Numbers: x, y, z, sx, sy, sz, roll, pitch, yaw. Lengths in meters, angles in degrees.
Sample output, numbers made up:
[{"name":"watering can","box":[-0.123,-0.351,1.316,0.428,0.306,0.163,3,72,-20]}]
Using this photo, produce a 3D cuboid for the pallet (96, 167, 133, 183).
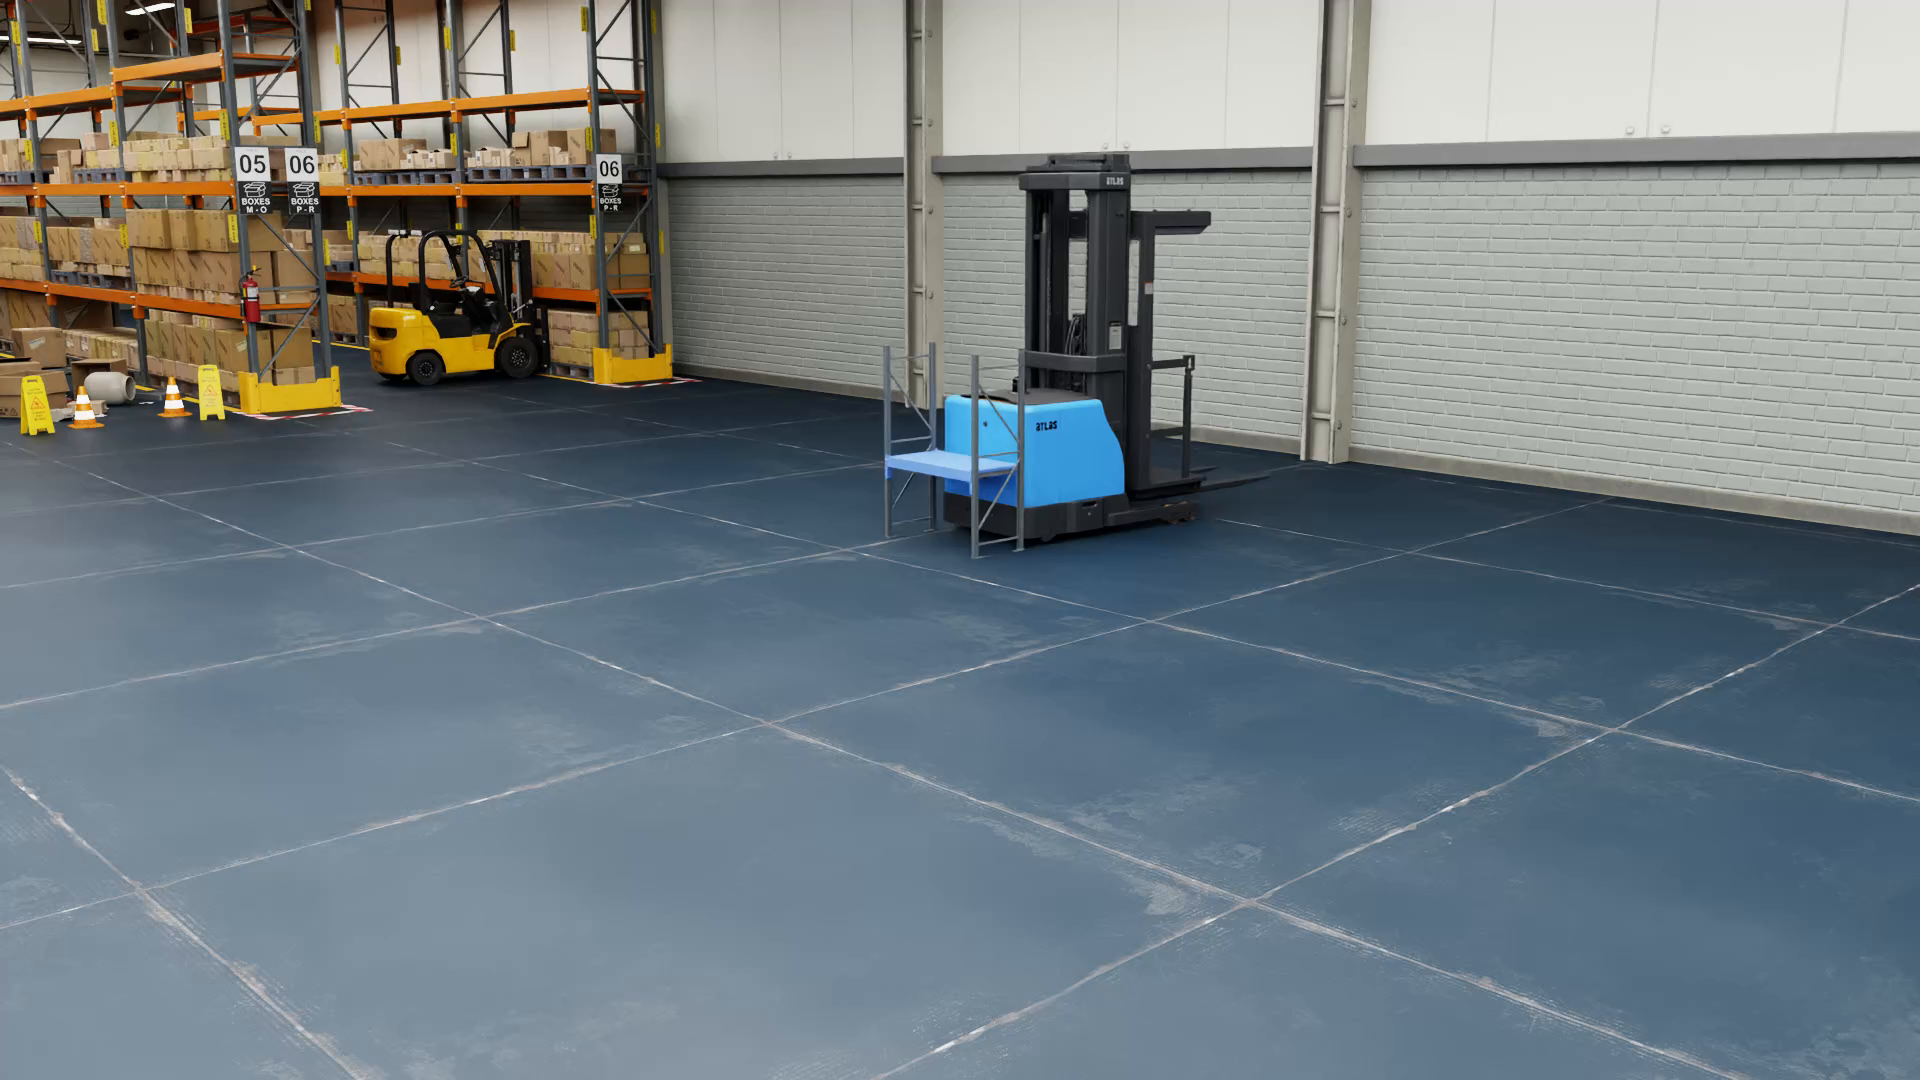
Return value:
[{"name":"pallet","box":[-11.464,-5.175,23.629,1.213,0.211,1.003,-11,16,-43]}]

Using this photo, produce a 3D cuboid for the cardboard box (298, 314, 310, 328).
[{"name":"cardboard box","box":[-12.164,-4.282,31.418,0.500,0.500,0.500,11,16,43]}]

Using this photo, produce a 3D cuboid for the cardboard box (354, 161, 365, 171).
[{"name":"cardboard box","box":[-10.268,-6.485,28.813,0.380,0.166,0.250,-11,16,-43]}]

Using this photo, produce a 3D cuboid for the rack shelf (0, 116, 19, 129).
[{"name":"rack shelf","box":[-18.020,-7.543,29.994,1.077,0.370,4.000,-11,16,-43]}]

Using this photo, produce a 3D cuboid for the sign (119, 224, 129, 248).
[{"name":"sign","box":[-11.513,-4.182,22.908,0.100,0.325,0.005,-11,16,-43]}]

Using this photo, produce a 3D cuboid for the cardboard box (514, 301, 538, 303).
[{"name":"cardboard box","box":[-7.047,-3.689,26.679,0.500,0.250,0.500,-10,16,-41]}]

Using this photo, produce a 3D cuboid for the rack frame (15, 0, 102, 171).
[{"name":"rack frame","box":[-13.877,-7.215,25.631,1.000,3.000,0.127,-11,16,-43]}]

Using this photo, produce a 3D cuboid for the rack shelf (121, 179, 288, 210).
[{"name":"rack shelf","box":[-9.733,-4.518,21.756,1.077,0.370,4.000,-11,16,-43]}]

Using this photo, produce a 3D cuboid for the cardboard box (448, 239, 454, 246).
[{"name":"cardboard box","box":[-8.115,-4.806,26.950,0.380,0.149,0.250,-11,16,-43]}]

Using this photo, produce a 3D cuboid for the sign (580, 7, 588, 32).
[{"name":"sign","box":[-5.167,-7.163,22.865,0.100,0.325,0.005,-11,16,-43]}]

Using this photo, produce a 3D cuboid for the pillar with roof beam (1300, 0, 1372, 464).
[{"name":"pillar with roof beam","box":[0.580,-4.616,13.015,9.100,9.000,0.400,-11,16,-43]}]

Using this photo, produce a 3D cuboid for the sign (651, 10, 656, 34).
[{"name":"sign","box":[-4.359,-7.351,23.585,0.100,0.325,0.005,-11,16,-43]}]

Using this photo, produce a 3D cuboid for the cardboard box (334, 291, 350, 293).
[{"name":"cardboard box","box":[-11.664,-4.655,31.621,0.380,0.149,0.250,-11,16,-42]}]

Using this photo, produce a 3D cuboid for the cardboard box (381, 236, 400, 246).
[{"name":"cardboard box","box":[-9.711,-5.139,28.566,0.380,0.149,0.250,-11,16,-42]}]

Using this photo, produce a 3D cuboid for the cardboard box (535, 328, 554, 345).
[{"name":"cardboard box","box":[-6.037,-3.080,24.962,0.500,0.250,0.500,-11,16,-44]}]

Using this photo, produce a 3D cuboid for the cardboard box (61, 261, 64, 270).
[{"name":"cardboard box","box":[-13.616,-4.240,25.641,0.250,0.149,0.380,11,16,42]}]

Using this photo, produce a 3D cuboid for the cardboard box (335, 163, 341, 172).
[{"name":"cardboard box","box":[-10.873,-6.619,29.554,0.250,0.149,0.380,11,16,44]}]

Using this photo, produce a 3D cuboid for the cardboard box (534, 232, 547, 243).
[{"name":"cardboard box","box":[-6.118,-4.509,24.771,0.380,0.149,0.250,-10,16,-41]}]

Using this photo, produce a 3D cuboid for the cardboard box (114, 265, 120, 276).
[{"name":"cardboard box","box":[-11.839,-3.853,23.763,0.250,0.149,0.380,11,16,43]}]

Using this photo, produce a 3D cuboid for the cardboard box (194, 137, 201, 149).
[{"name":"cardboard box","box":[-9.441,-5.013,21.021,0.380,0.149,0.250,-11,16,-43]}]

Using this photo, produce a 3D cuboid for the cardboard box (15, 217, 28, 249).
[{"name":"cardboard box","box":[-14.783,-4.928,26.673,0.500,0.500,0.500,-11,16,-42]}]

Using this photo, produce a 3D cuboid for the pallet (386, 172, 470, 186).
[{"name":"pallet","box":[-8.982,-6.096,28.102,1.003,0.211,1.213,-10,15,-40]}]

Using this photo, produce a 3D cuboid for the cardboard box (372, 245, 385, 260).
[{"name":"cardboard box","box":[-9.815,-4.968,28.726,0.500,0.250,0.500,-10,15,-41]}]

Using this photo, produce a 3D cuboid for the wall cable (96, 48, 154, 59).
[{"name":"wall cable","box":[-18.786,-12.801,38.961,2.988,3.039,0.133,-11,16,-43]}]

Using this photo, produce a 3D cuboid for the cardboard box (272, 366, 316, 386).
[{"name":"cardboard box","box":[-8.709,-2.124,21.563,0.500,0.250,0.500,-11,16,-43]}]

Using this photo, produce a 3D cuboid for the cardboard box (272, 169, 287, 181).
[{"name":"cardboard box","box":[-8.346,-4.549,20.747,0.380,0.149,0.250,-11,16,-42]}]

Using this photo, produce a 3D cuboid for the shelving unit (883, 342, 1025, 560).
[{"name":"shelving unit","box":[-0.052,-0.702,12.601,0.538,1.500,1.048,-10,15,-40]}]

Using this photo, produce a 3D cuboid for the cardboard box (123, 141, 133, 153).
[{"name":"cardboard box","box":[-11.133,-5.338,22.601,0.380,0.149,0.250,-11,16,-44]}]

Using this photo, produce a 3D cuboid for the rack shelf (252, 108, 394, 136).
[{"name":"rack shelf","box":[-11.671,-7.651,30.521,1.077,0.370,4.000,-11,16,-43]}]

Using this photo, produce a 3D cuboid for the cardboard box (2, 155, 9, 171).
[{"name":"cardboard box","box":[-15.081,-6.038,26.644,0.258,0.266,0.396,11,16,44]}]

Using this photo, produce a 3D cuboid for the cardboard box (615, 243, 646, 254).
[{"name":"cardboard box","box":[-4.811,-4.254,24.270,0.250,0.149,0.380,11,16,44]}]

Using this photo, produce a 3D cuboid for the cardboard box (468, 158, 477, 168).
[{"name":"cardboard box","box":[-7.437,-5.878,25.910,0.380,0.149,0.250,-10,16,-41]}]

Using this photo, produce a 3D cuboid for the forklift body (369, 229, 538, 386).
[{"name":"forklift body","box":[-7.394,-3.408,24.124,2.313,2.155,1.214,-11,16,-43]}]

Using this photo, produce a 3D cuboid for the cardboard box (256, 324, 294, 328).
[{"name":"cardboard box","box":[-9.090,-2.571,21.871,0.500,0.500,0.500,11,16,43]}]

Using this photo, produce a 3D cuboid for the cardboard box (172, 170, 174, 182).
[{"name":"cardboard box","box":[-10.011,-4.734,21.644,0.380,0.149,0.250,-11,16,-42]}]

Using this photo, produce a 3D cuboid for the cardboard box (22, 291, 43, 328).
[{"name":"cardboard box","box":[-14.907,-3.685,27.589,0.875,0.875,0.875,-11,16,-42]}]

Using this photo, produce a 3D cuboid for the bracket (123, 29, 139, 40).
[{"name":"bracket","box":[-19.204,-11.714,38.547,0.235,0.232,0.430,-11,16,-43]}]

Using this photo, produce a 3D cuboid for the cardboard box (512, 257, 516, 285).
[{"name":"cardboard box","box":[-6.687,-4.186,25.546,0.500,0.500,0.500,-11,16,-43]}]

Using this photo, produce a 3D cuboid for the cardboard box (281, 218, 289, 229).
[{"name":"cardboard box","box":[-13.888,-6.247,33.574,0.500,0.500,0.500,11,16,44]}]

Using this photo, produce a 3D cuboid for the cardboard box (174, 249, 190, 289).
[{"name":"cardboard box","box":[-9.948,-3.569,21.814,0.500,0.500,0.500,-11,16,-42]}]

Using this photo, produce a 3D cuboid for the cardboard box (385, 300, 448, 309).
[{"name":"cardboard box","box":[-9.412,-3.824,28.885,0.875,0.625,0.625,-10,15,-41]}]

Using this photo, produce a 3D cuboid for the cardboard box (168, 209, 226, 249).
[{"name":"cardboard box","box":[-9.878,-4.065,21.745,0.700,0.500,0.500,-11,16,-43]}]

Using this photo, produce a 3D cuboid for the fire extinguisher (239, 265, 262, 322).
[{"name":"fire extinguisher","box":[-8.606,-2.990,20.185,0.296,0.674,0.183,-11,16,-43]}]

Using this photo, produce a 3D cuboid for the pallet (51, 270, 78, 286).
[{"name":"pallet","box":[-13.308,-4.094,25.823,1.213,0.211,1.003,-11,16,-43]}]

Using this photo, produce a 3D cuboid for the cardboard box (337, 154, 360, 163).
[{"name":"cardboard box","box":[-10.741,-6.715,29.282,0.380,0.149,0.250,-10,15,-41]}]

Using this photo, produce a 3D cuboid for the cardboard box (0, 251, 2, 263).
[{"name":"cardboard box","box":[-15.830,-4.779,27.807,0.500,0.250,0.500,-11,16,-42]}]

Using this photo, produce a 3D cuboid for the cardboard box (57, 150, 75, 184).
[{"name":"cardboard box","box":[-13.230,-5.655,25.246,0.700,0.500,0.500,-11,16,-43]}]

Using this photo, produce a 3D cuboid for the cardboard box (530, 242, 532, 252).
[{"name":"cardboard box","box":[-6.444,-4.440,25.175,0.380,0.149,0.250,-11,16,-44]}]

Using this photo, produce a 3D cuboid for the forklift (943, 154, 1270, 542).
[{"name":"forklift","box":[1.329,-1.638,13.597,3.031,2.935,1.130,-9,15,-38]}]

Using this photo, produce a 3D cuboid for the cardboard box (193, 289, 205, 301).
[{"name":"cardboard box","box":[-9.699,-3.188,21.574,0.380,0.149,0.250,-11,16,-43]}]

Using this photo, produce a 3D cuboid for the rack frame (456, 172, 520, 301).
[{"name":"rack frame","box":[-7.527,-4.385,26.763,1.000,3.000,0.127,-11,16,-43]}]
